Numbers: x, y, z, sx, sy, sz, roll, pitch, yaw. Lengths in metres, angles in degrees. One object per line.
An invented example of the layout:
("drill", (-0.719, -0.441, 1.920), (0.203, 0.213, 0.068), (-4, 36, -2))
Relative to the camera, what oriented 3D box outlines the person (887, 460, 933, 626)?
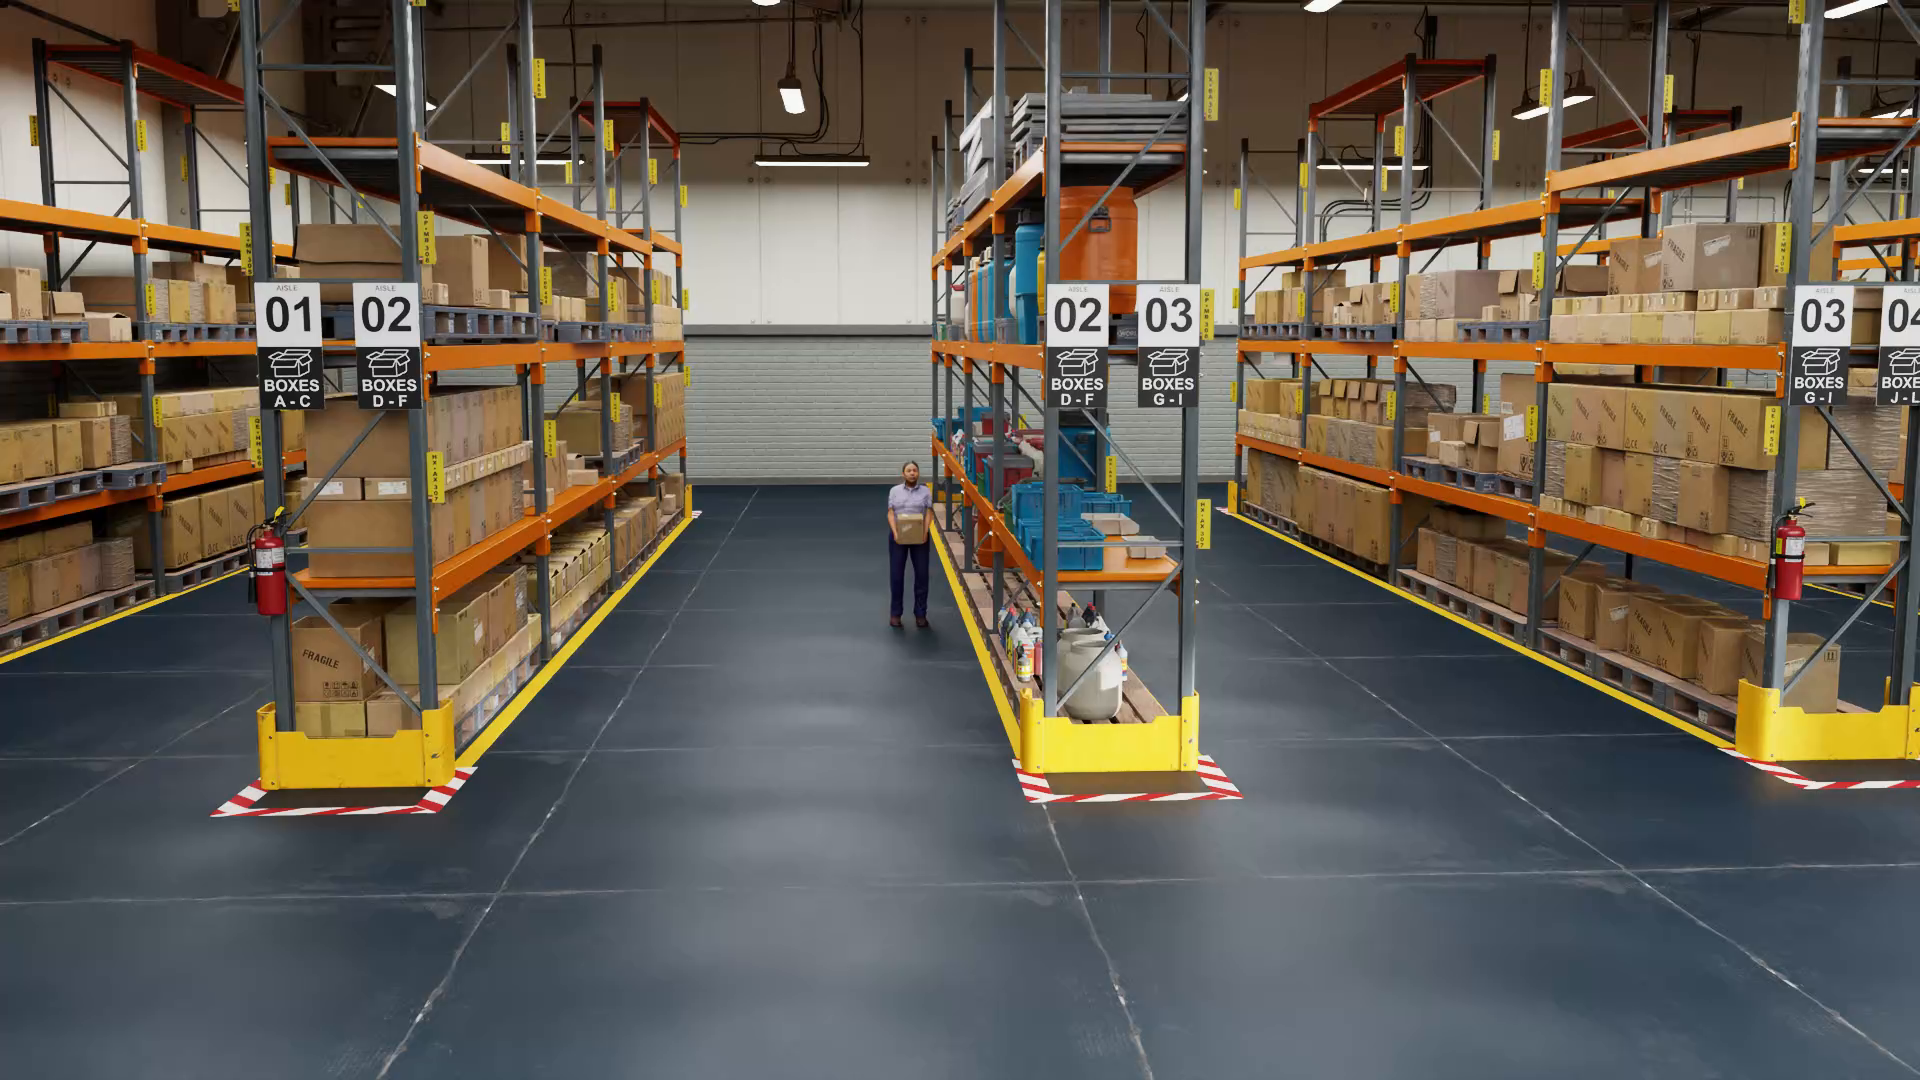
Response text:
("person", (-0.493, 0.041, 16.547), (0.460, 1.628, 0.517), (0, 7, -4))
